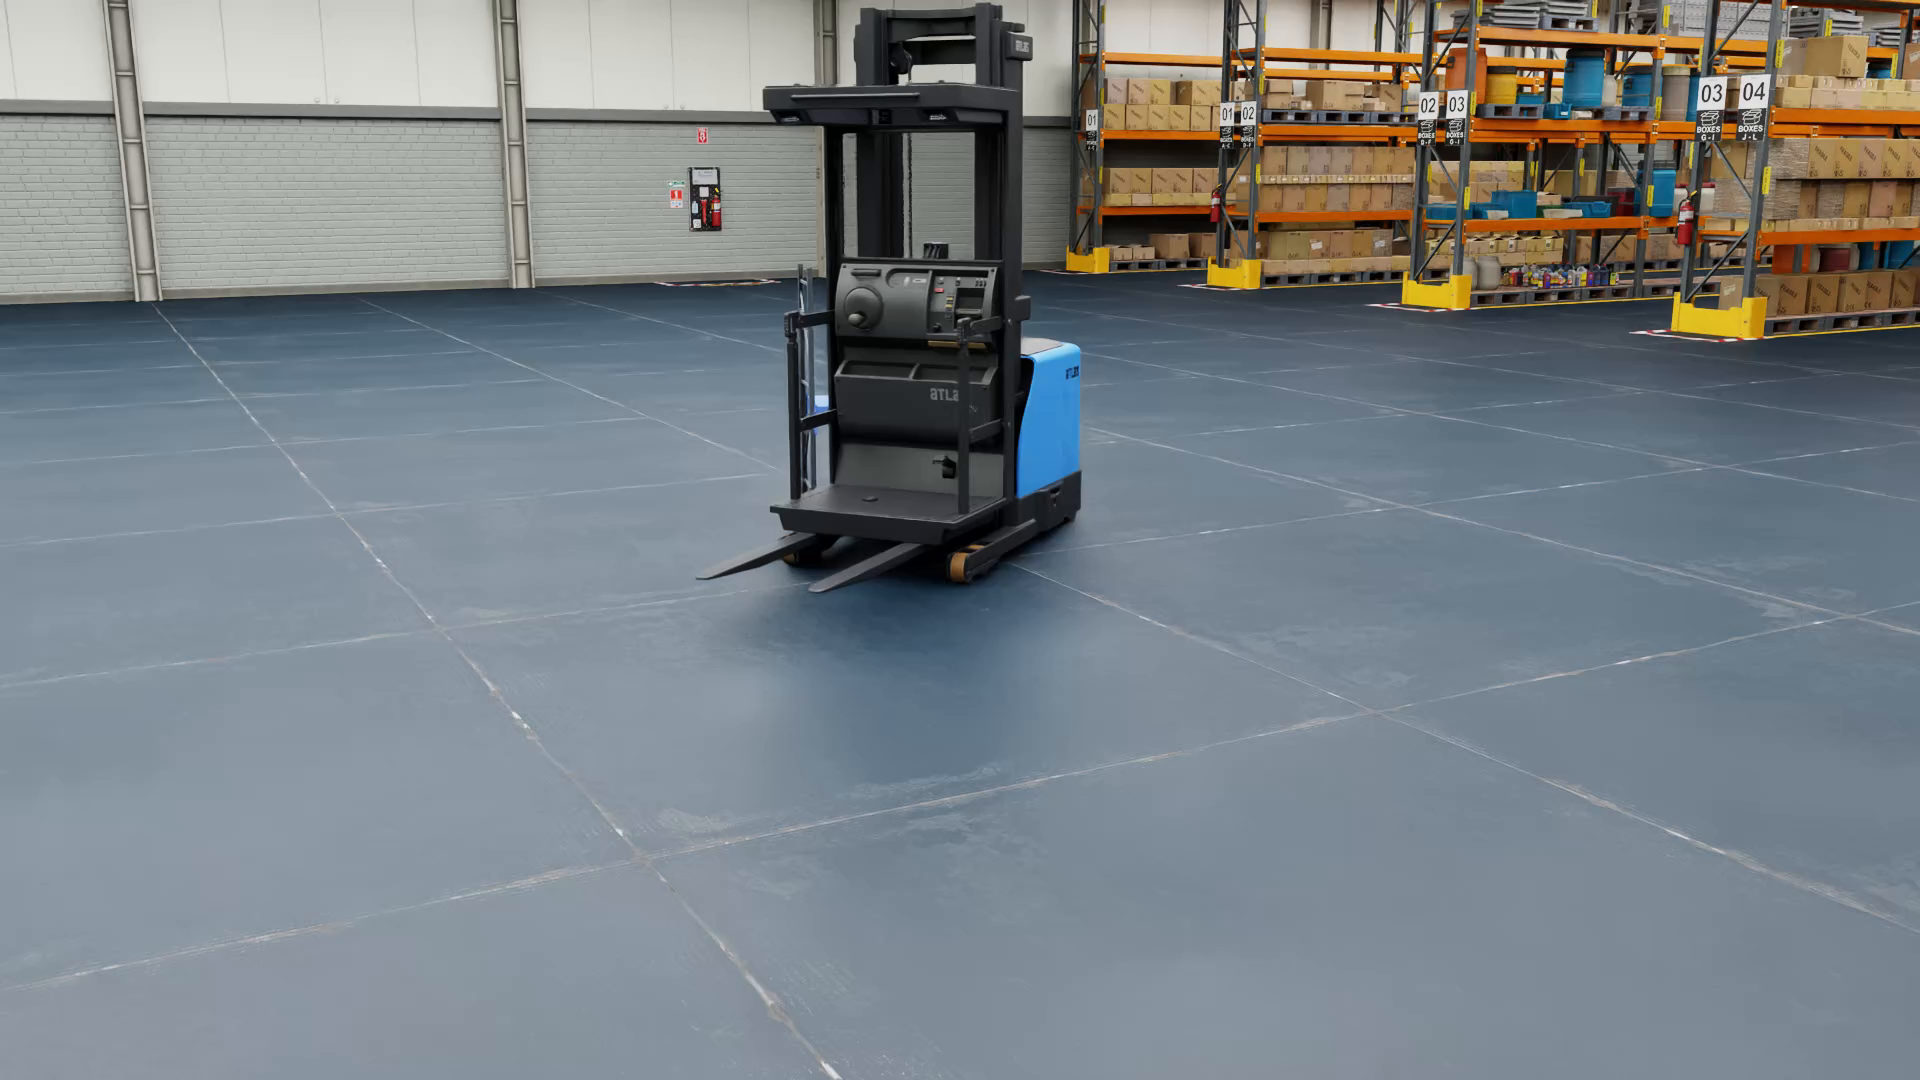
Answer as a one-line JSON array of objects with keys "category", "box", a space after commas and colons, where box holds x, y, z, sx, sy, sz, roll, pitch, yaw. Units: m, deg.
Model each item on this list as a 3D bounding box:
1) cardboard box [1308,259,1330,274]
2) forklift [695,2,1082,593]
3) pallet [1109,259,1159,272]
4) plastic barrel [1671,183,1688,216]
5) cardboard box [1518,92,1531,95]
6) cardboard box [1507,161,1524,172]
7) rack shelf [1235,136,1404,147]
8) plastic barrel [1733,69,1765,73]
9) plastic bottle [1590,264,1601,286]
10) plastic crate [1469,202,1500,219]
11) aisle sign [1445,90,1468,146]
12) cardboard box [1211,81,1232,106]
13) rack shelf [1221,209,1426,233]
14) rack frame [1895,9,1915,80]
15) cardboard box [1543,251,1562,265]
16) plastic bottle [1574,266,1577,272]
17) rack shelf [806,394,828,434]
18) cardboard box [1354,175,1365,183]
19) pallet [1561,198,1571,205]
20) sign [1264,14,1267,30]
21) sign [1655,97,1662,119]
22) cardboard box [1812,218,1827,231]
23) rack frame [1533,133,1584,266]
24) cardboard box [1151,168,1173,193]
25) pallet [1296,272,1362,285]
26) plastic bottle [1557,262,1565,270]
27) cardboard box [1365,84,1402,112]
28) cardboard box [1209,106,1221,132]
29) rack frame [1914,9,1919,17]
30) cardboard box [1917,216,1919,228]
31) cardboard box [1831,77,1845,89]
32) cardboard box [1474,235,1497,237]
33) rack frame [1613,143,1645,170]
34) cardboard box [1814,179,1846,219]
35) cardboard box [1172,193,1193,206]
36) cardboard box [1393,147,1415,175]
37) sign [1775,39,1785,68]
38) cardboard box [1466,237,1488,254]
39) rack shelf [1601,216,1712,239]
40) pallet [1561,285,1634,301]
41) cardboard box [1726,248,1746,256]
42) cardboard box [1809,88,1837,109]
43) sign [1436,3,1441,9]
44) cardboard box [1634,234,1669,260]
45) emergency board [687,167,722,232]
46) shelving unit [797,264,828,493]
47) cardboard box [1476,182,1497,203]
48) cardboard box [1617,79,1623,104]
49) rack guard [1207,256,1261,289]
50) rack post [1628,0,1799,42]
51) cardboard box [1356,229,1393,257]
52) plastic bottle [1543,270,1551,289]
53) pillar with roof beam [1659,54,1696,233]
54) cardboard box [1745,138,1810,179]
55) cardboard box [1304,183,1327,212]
[{"category": "cardboard box", "box": [6.379, -5.002, 30.311, 0.500, 0.250, 0.500, -7, 14, -28]}, {"category": "forklift", "box": [-0.325, -1.310, 8.754, 1.130, 2.935, 3.031, 6, 14, 23]}, {"category": "pallet", "box": [3.345, -5.700, 34.457, 1.213, 0.211, 1.003, -7, 14, -28]}, {"category": "plastic barrel", "box": [11.751, -5.610, 27.396, 0.433, 0.535, 0.433, 0, 13, 0]}, {"category": "cardboard box", "box": [13.583, -10.364, 39.449, 0.500, 0.500, 0.500, -7, 14, -28]}, {"category": "cardboard box", "box": [12.794, -8.707, 38.809, 0.500, 0.250, 0.500, -6, 14, -26]}, {"category": "rack shelf", "box": [7.815, -8.718, 36.320, 4.000, 0.370, 1.077, -7, 14, -28]}, {"category": "plastic barrel", "box": [13.492, -7.570, 28.439, 0.600, 0.901, 0.600, 0, 13, 0]}, {"category": "plastic bottle", "box": [10.211, -4.264, 26.757, 0.185, 0.351, 0.144, -8, 15, -31]}, {"category": "plastic crate", "box": [8.164, -5.170, 26.087, 0.408, 0.251, 0.499, -7, 14, -28]}, {"category": "aisle sign", "box": [7.373, -6.269, 24.712, 0.004, 0.787, 0.394, -7, 14, -28]}, {"category": "cardboard box", "box": [5.271, -9.239, 34.450, 0.500, 0.500, 0.500, -6, 14, -25]}, {"category": "rack shelf", "box": [6.681, -5.879, 30.539, 4.000, 0.370, 1.077, -7, 14, -28]}, {"category": "rack frame", "box": [13.180, -7.458, 22.252, 0.127, 3.000, 1.000, -7, 14, -28]}, {"category": "cardboard box", "box": [11.602, -5.622, 33.066, 0.500, 0.250, 0.500, -6, 14, -27]}, {"category": "plastic bottle", "box": [10.097, -4.366, 27.363, 0.133, 0.283, 0.061, -7, 14, -28]}, {"category": "rack shelf", "box": [-0.473, -0.827, 10.685, 1.000, 0.185, 0.538, -3, 13, -12]}, {"category": "cardboard box", "box": [7.185, -6.602, 30.410, 0.250, 0.149, 0.380, -6, 14, -26]}, {"category": "pallet", "box": [12.508, -6.852, 33.663, 1.003, 0.211, 1.213, -7, 14, -28]}, {"category": "sign", "box": [6.303, -10.709, 34.392, 0.005, 0.325, 0.100, -7, 14, -28]}, {"category": "sign", "box": [11.060, -6.846, 26.345, 0.005, 0.325, 0.100, -7, 14, -28]}, {"category": "cardboard box", "box": [10.921, -4.073, 21.447, 0.250, 0.149, 0.380, -7, 14, -28]}, {"category": "rack frame", "box": [11.947, -6.861, 33.265, 0.127, 3.000, 1.000, -7, 14, -28]}, {"category": "cardboard box", "box": [4.007, -7.372, 34.122, 0.500, 0.500, 0.500, -7, 15, -30]}, {"category": "pallet", "box": [6.646, -4.875, 30.791, 1.213, 0.211, 1.003, -7, 14, -28]}, {"category": "plastic bottle", "box": [9.899, -4.403, 27.372, 0.185, 0.351, 0.144, -6, 14, -26]}, {"category": "cardboard box", "box": [7.868, -8.224, 30.984, 0.500, 0.500, 0.500, -6, 14, -23]}, {"category": "cardboard box", "box": [5.285, -8.765, 34.619, 0.500, 0.500, 0.500, -8, 15, -33]}, {"category": "rack frame", "box": [17.828, -9.254, 30.233, 0.127, 3.000, 1.000, -7, 14, -28]}, {"category": "cardboard box", "box": [12.908, -4.305, 22.477, 0.250, 0.149, 0.380, -7, 14, -28]}, {"category": "cardboard box", "box": [10.946, -5.778, 21.053, 0.250, 0.149, 0.380, -7, 14, -28]}, {"category": "cardboard box", "box": [10.441, -5.890, 32.976, 0.500, 0.311, 0.500, -7, 15, -29]}, {"category": "rack frame", "box": [16.592, -8.657, 41.245, 0.127, 3.000, 1.000, -7, 14, -28]}, {"category": "cardboard box", "box": [11.005, -4.477, 21.764, 0.500, 0.500, 0.875, -7, 14, -28]}, {"category": "cardboard box", "box": [4.473, -7.063, 34.458, 0.500, 0.250, 0.500, -7, 14, -27]}, {"category": "cardboard box", "box": [8.050, -7.074, 31.029, 0.500, 0.500, 0.700, -7, 14, -28]}, {"category": "sign", "box": [9.929, -5.895, 20.151, 0.005, 0.325, 0.100, -7, 14, -28]}, {"category": "cardboard box", "box": [9.814, -5.679, 32.042, 0.500, 0.311, 0.500, -7, 15, -30]}, {"category": "rack shelf", "box": [12.562, -5.345, 28.166, 4.000, 0.370, 1.077, -7, 14, -28]}, {"category": "pallet", "box": [10.197, -4.062, 27.180, 1.213, 0.211, 1.003, -7, 14, -28]}, {"category": "cardboard box", "box": [16.685, -6.210, 35.821, 0.250, 0.166, 0.380, -7, 14, -28]}, {"category": "cardboard box", "box": [10.665, -5.557, 20.978, 0.500, 0.250, 0.500, -7, 15, -29]}, {"category": "sign", "box": [8.681, -9.791, 30.130, 0.005, 0.325, 0.100, -7, 14, -28]}, {"category": "cardboard box", "box": [14.284, -6.067, 34.427, 0.500, 0.500, 0.500, -7, 14, -27]}, {"category": "emergency board", "box": [-4.705, -6.330, 30.906, 0.643, 1.169, 0.194, -7, 14, -28]}, {"category": "shelving unit", "box": [-0.473, -1.002, 10.646, 1.048, 1.500, 0.538, -3, 13, -12]}, {"category": "cardboard box", "box": [10.020, -6.675, 32.209, 0.500, 0.500, 0.500, -7, 14, -28]}, {"category": "cardboard box", "box": [13.228, -9.013, 33.490, 0.500, 0.500, 0.500, -7, 14, -28]}, {"category": "rack guard", "box": [4.904, -4.798, 29.788, 0.348, 0.500, 1.175, -7, 14, -28]}, {"category": "rack post", "box": [12.494, -8.733, 27.465, 3.121, 1.000, 1.013, -7, 14, -28]}, {"category": "cardboard box", "box": [7.689, -5.528, 30.941, 0.500, 0.500, 0.500, -7, 14, -28]}, {"category": "plastic bottle", "box": [9.244, -4.105, 26.203, 0.133, 0.283, 0.061, -7, 14, -27]}, {"category": "pillar with roof beam", "box": [20.610, -11.205, 38.902, 0.548, 9.000, 9.100, -7, 14, -28]}, {"category": "cardboard box", "box": [10.282, -4.797, 20.911, 0.500, 0.500, 0.500, -7, 14, -28]}, {"category": "cardboard box", "box": [6.238, -6.222, 30.198, 0.500, 0.500, 0.700, -7, 14, -27]}]
